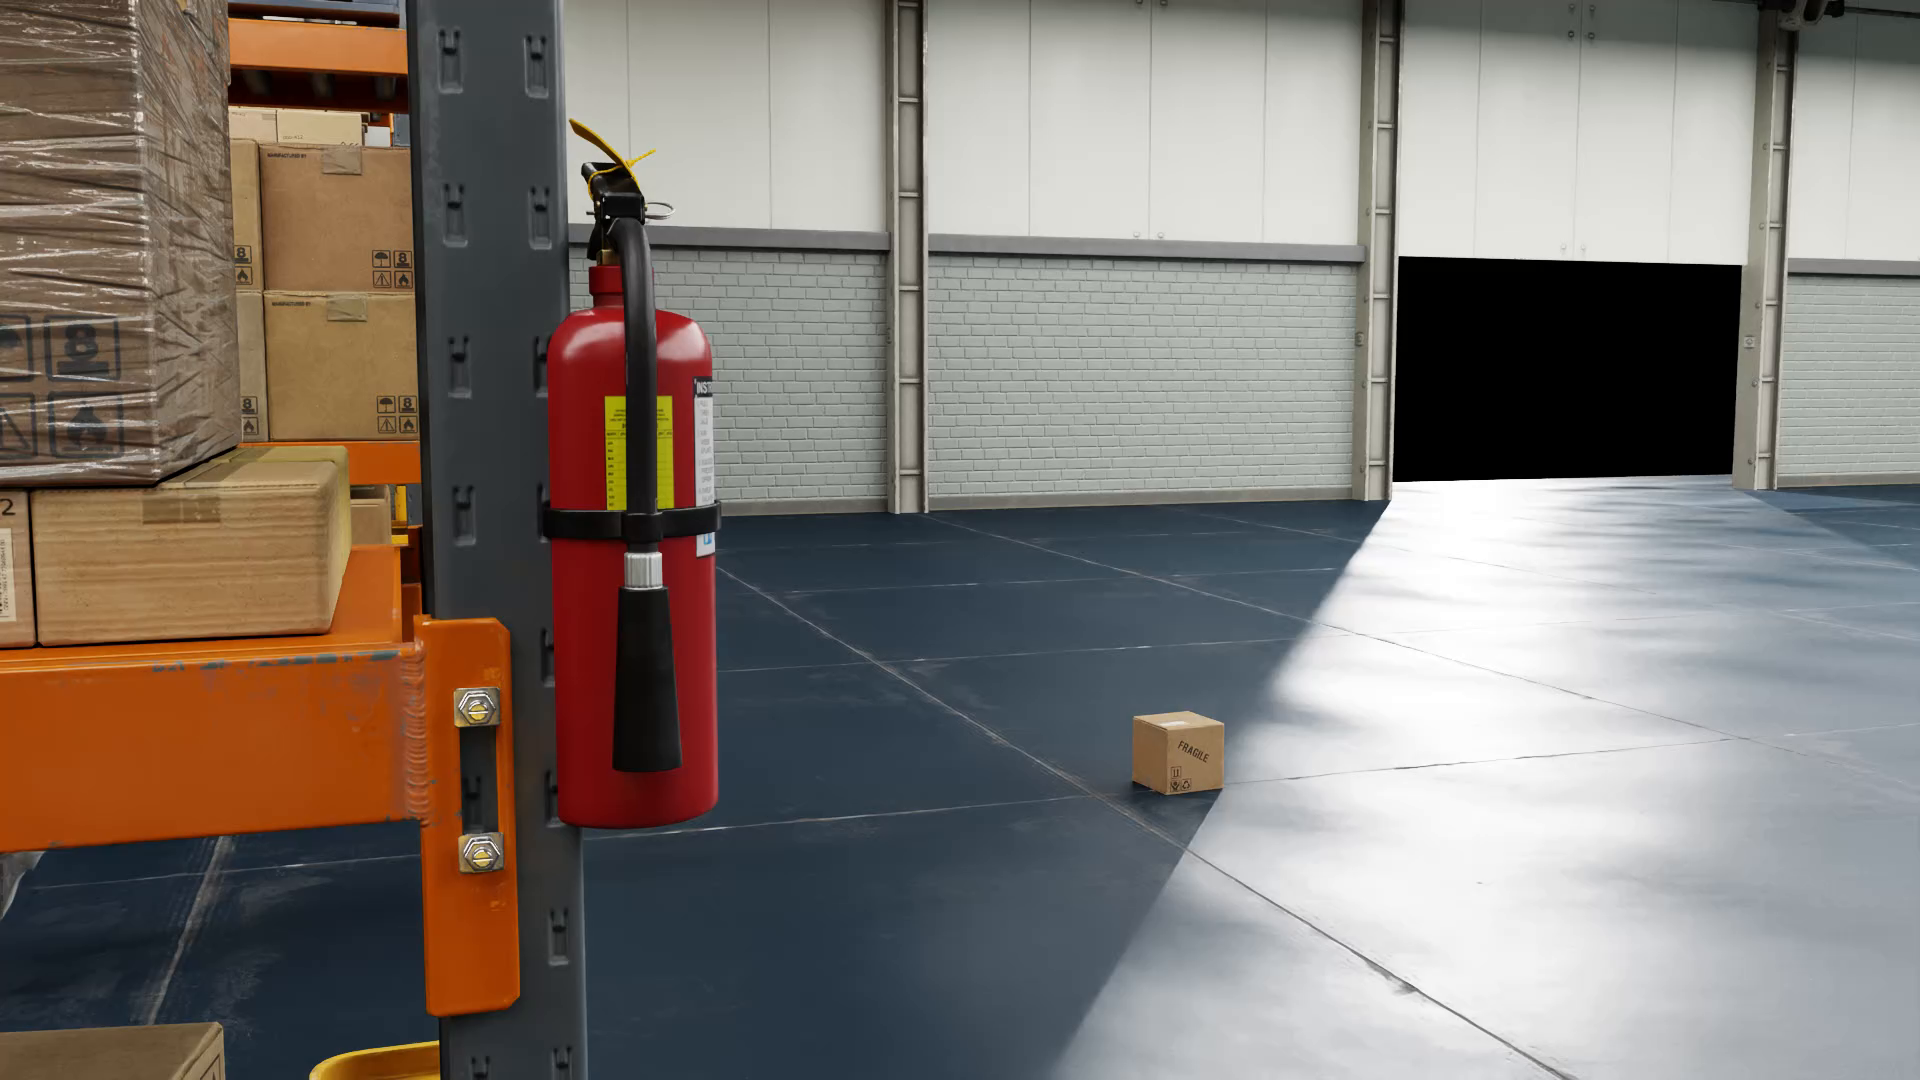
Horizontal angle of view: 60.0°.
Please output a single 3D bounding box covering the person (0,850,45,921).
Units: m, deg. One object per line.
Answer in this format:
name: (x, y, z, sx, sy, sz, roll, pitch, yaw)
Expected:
person: (-2.623, 0.247, 4.075, 0.665, 1.750, 0.572, -4, 7, -35)
